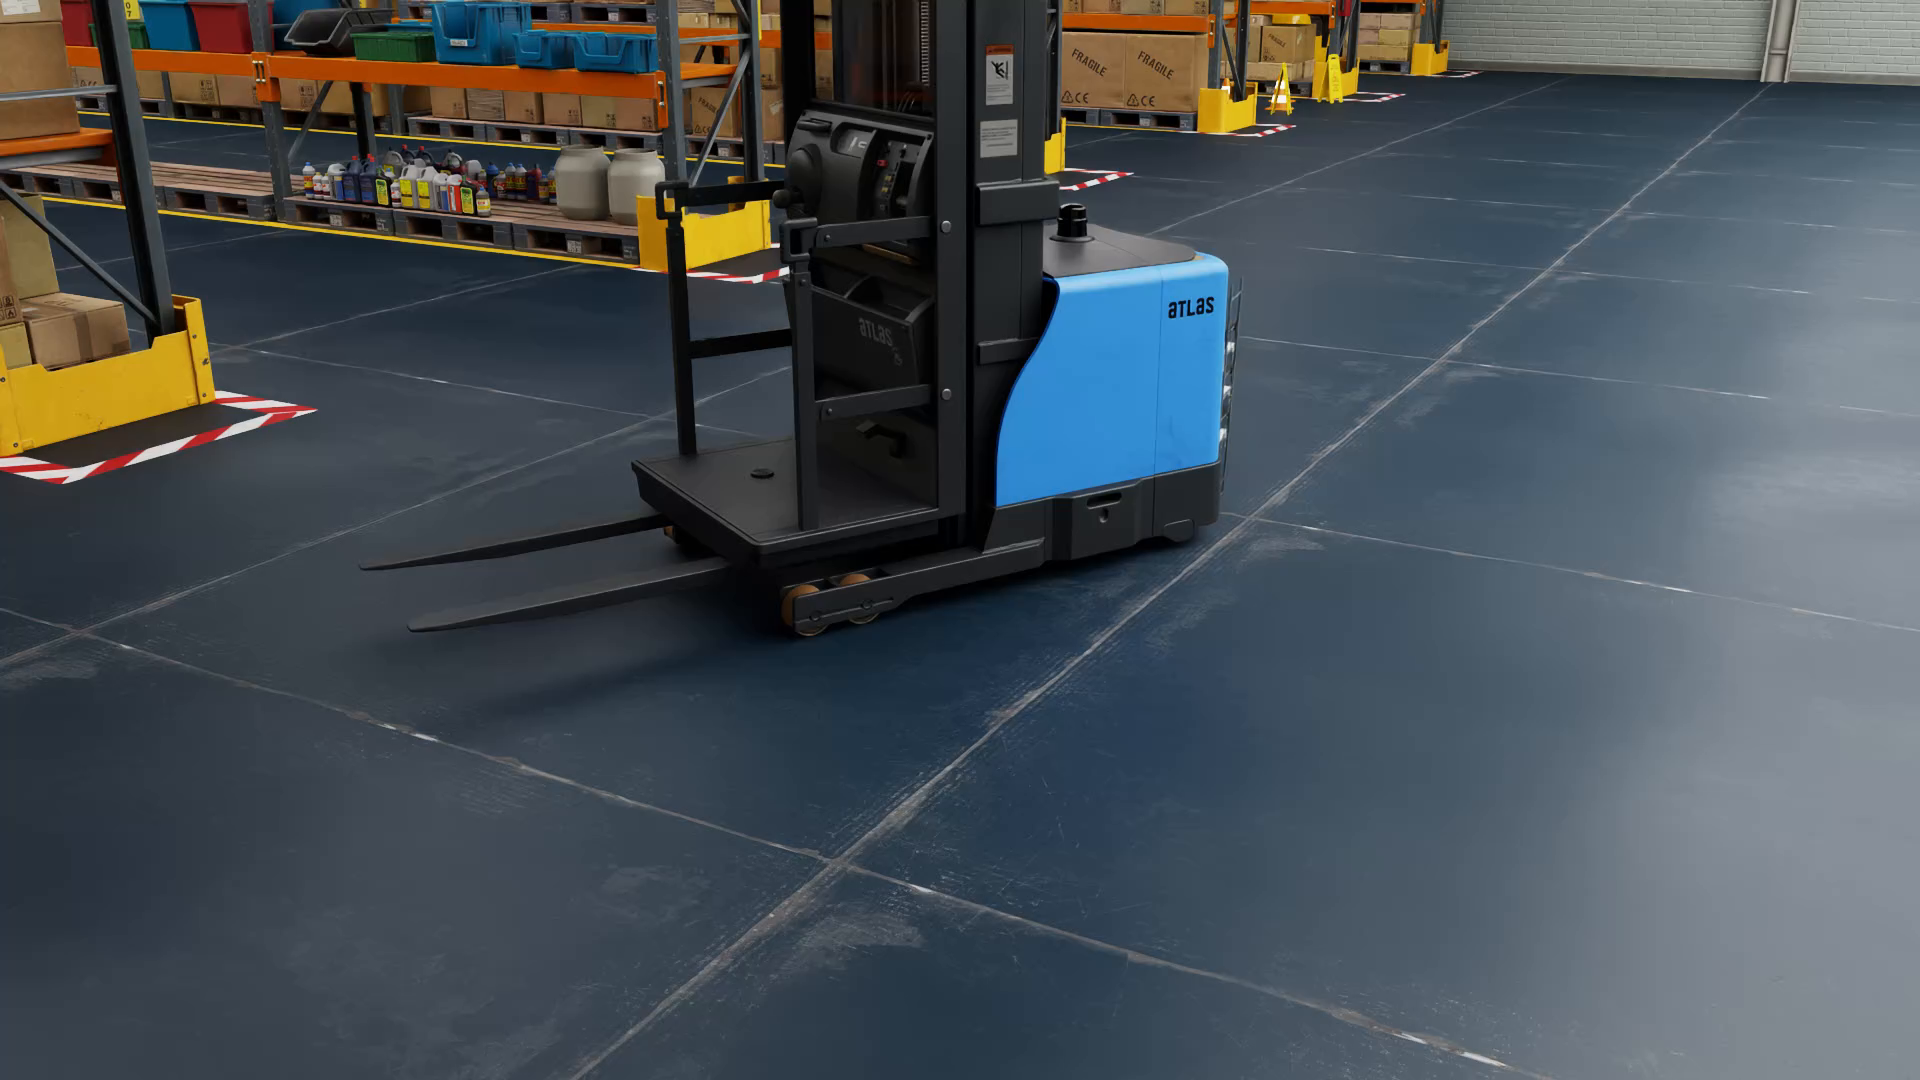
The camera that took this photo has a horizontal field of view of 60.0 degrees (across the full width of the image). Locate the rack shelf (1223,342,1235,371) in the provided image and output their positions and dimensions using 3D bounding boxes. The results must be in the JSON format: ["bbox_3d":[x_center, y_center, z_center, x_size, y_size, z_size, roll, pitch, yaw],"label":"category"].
[{"bbox_3d":[0.979,-0.743,6.641,0.200,0.077,0.258,8,19,18],"label":"rack shelf"}]

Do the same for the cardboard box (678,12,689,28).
[{"bbox_3d":[-2.762,-5.344,17.068,0.250,0.149,0.380,11,23,27],"label":"cardboard box"}]

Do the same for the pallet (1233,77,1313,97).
[{"bbox_3d":[4.764,-6.720,24.582,1.213,0.211,1.003,11,23,27],"label":"pallet"}]

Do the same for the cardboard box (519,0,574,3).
[{"bbox_3d":[-4.361,-6.095,18.000,0.637,0.503,0.797,13,24,33],"label":"cardboard box"}]

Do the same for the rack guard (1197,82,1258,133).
[{"bbox_3d":[3.217,-5.203,19.976,0.348,0.500,1.175,11,23,27],"label":"rack guard"}]

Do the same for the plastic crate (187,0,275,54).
[{"bbox_3d":[-5.791,-4.133,13.266,0.583,0.464,0.402,11,23,27],"label":"plastic crate"}]

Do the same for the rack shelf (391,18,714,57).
[{"bbox_3d":[-4.549,-5.582,18.410,4.000,0.370,1.077,11,23,27],"label":"rack shelf"}]

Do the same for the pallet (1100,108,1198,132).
[{"bbox_3d":[2.460,-5.181,20.339,1.213,0.211,1.003,11,23,27],"label":"pallet"}]

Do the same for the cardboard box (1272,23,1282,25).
[{"bbox_3d":[4.473,-7.436,24.782,0.500,0.500,0.500,10,22,25],"label":"cardboard box"}]

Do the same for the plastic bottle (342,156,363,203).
[{"bbox_3d":[-4.716,-2.817,12.972,0.185,0.351,0.144,11,23,29],"label":"plastic bottle"}]

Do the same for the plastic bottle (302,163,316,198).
[{"bbox_3d":[-5.154,-2.854,13.190,0.097,0.271,0.097,0,20,0],"label":"plastic bottle"}]

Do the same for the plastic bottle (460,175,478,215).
[{"bbox_3d":[-3.655,-2.567,12.381,0.133,0.283,0.061,11,23,29],"label":"plastic bottle"}]

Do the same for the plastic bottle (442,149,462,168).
[{"bbox_3d":[-4.066,-2.968,13.388,0.185,0.351,0.144,11,22,27],"label":"plastic bottle"}]

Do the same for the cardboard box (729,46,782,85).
[{"bbox_3d":[-2.535,-6.580,22.790,0.750,0.750,1.050,11,23,28],"label":"cardboard box"}]

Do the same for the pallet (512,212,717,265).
[{"bbox_3d":[-2.522,-2.273,12.320,1.213,0.211,1.003,11,23,27],"label":"pallet"}]

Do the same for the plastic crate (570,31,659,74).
[{"bbox_3d":[-2.309,-3.372,11.481,0.616,0.251,0.499,11,23,27],"label":"plastic crate"}]

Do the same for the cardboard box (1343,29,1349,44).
[{"bbox_3d":[6.469,-8.645,28.482,0.500,0.250,0.500,10,22,26],"label":"cardboard box"}]

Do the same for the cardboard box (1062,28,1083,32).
[{"bbox_3d":[1.008,-5.972,20.930,0.875,0.875,0.875,11,23,28],"label":"cardboard box"}]

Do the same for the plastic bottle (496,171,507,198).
[{"bbox_3d":[-3.630,-2.824,13.209,0.097,0.201,0.097,0,20,0],"label":"plastic bottle"}]

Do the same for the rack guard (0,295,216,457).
[{"bbox_3d":[-4.124,-0.795,7.824,0.348,0.500,1.175,11,23,27],"label":"rack guard"}]

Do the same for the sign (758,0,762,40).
[{"bbox_3d":[-1.454,-3.741,11.874,0.005,0.325,0.100,11,23,27],"label":"sign"}]

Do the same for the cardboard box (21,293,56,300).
[{"bbox_3d":[-4.943,-1.116,8.460,0.500,0.250,0.500,11,23,27],"label":"cardboard box"}]

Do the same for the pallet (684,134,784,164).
[{"bbox_3d":[-2.199,-4.176,17.567,1.213,0.211,1.003,11,23,27],"label":"pallet"}]

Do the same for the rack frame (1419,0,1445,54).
[{"bbox_3d":[7.939,-9.351,27.745,0.127,3.000,1.000,11,23,27],"label":"rack frame"}]

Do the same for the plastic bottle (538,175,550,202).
[{"bbox_3d":[-3.248,-2.751,13.008,0.097,0.201,0.097,0,20,0],"label":"plastic bottle"}]

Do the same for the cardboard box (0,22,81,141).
[{"bbox_3d":[-4.547,-2.103,7.616,0.500,0.500,0.700,11,23,27],"label":"cardboard box"}]

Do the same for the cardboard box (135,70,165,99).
[{"bbox_3d":[-10.324,-6.250,21.697,0.875,0.875,0.875,11,23,27],"label":"cardboard box"}]

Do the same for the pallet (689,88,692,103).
[{"bbox_3d":[-3.136,-6.248,23.281,1.213,0.211,1.003,11,23,27],"label":"pallet"}]

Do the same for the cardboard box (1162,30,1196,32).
[{"bbox_3d":[3.338,-7.445,24.806,0.500,0.500,0.500,12,23,30],"label":"cardboard box"}]

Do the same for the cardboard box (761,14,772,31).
[{"bbox_3d":[-1.897,-5.173,16.596,0.250,0.149,0.380,11,23,27],"label":"cardboard box"}]

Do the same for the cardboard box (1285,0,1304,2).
[{"bbox_3d":[4.816,-7.762,23.734,0.250,0.149,0.380,10,22,27],"label":"cardboard box"}]

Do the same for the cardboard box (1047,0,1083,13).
[{"bbox_3d":[1.449,-6.792,20.471,0.500,0.550,0.875,11,23,27],"label":"cardboard box"}]

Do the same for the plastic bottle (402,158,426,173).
[{"bbox_3d":[-4.399,-2.938,13.415,0.135,0.276,0.152,11,23,27],"label":"plastic bottle"}]

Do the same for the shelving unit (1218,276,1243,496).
[{"bbox_3d":[0.973,-0.604,6.687,0.210,0.900,0.258,8,19,18],"label":"shelving unit"}]

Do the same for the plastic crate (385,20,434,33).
[{"bbox_3d":[-4.120,-3.940,13.046,0.616,0.251,0.499,11,23,27],"label":"plastic crate"}]

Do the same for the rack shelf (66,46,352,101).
[{"bbox_3d":[-6.965,-4.108,14.345,4.000,0.370,1.077,11,23,27],"label":"rack shelf"}]

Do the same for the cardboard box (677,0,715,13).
[{"bbox_3d":[-2.440,-5.681,17.046,0.500,0.500,0.875,11,23,27],"label":"cardboard box"}]

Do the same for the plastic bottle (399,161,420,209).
[{"bbox_3d":[-4.180,-2.715,12.690,0.185,0.351,0.144,11,22,27],"label":"plastic bottle"}]

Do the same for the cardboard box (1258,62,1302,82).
[{"bbox_3d":[4.664,-6.836,24.228,0.500,0.250,0.500,11,23,27],"label":"cardboard box"}]

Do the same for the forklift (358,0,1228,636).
[{"bbox_3d":[-0.529,-1.266,5.557,3.031,2.935,1.130,-12,23,-30],"label":"forklift"}]

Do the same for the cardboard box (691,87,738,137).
[{"bbox_3d":[-2.473,-4.532,17.509,0.500,0.500,0.500,10,22,26],"label":"cardboard box"}]

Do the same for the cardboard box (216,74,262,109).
[{"bbox_3d":[-8.438,-5.868,20.643,0.875,0.875,1.225,10,22,25],"label":"cardboard box"}]

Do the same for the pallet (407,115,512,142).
[{"bbox_3d":[-5.614,-4.812,19.320,1.213,0.211,1.003,11,23,27],"label":"pallet"}]

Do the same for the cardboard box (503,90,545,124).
[{"bbox_3d":[-4.712,-4.999,18.767,0.500,0.500,0.700,13,24,32],"label":"cardboard box"}]

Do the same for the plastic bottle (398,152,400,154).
[{"bbox_3d":[-4.638,-3.061,13.744,0.133,0.283,0.061,12,23,30],"label":"plastic bottle"}]

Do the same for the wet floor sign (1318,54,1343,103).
[{"bbox_3d":[5.166,-6.416,23.106,0.267,0.644,0.232,-16,26,-38],"label":"wet floor sign"}]

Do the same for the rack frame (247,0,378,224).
[{"bbox_3d":[-5.219,-4.113,13.306,0.127,3.000,1.000,11,23,27],"label":"rack frame"}]

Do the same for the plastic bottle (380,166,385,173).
[{"bbox_3d":[-4.531,-2.792,13.018,0.097,0.271,0.097,0,20,0],"label":"plastic bottle"}]

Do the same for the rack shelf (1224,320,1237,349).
[{"bbox_3d":[0.982,-0.828,6.613,0.200,0.077,0.258,8,19,18],"label":"rack shelf"}]

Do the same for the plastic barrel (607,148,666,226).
[{"bbox_3d":[-2.338,-2.563,12.063,0.421,0.512,0.421,0,20,0],"label":"plastic barrel"}]
